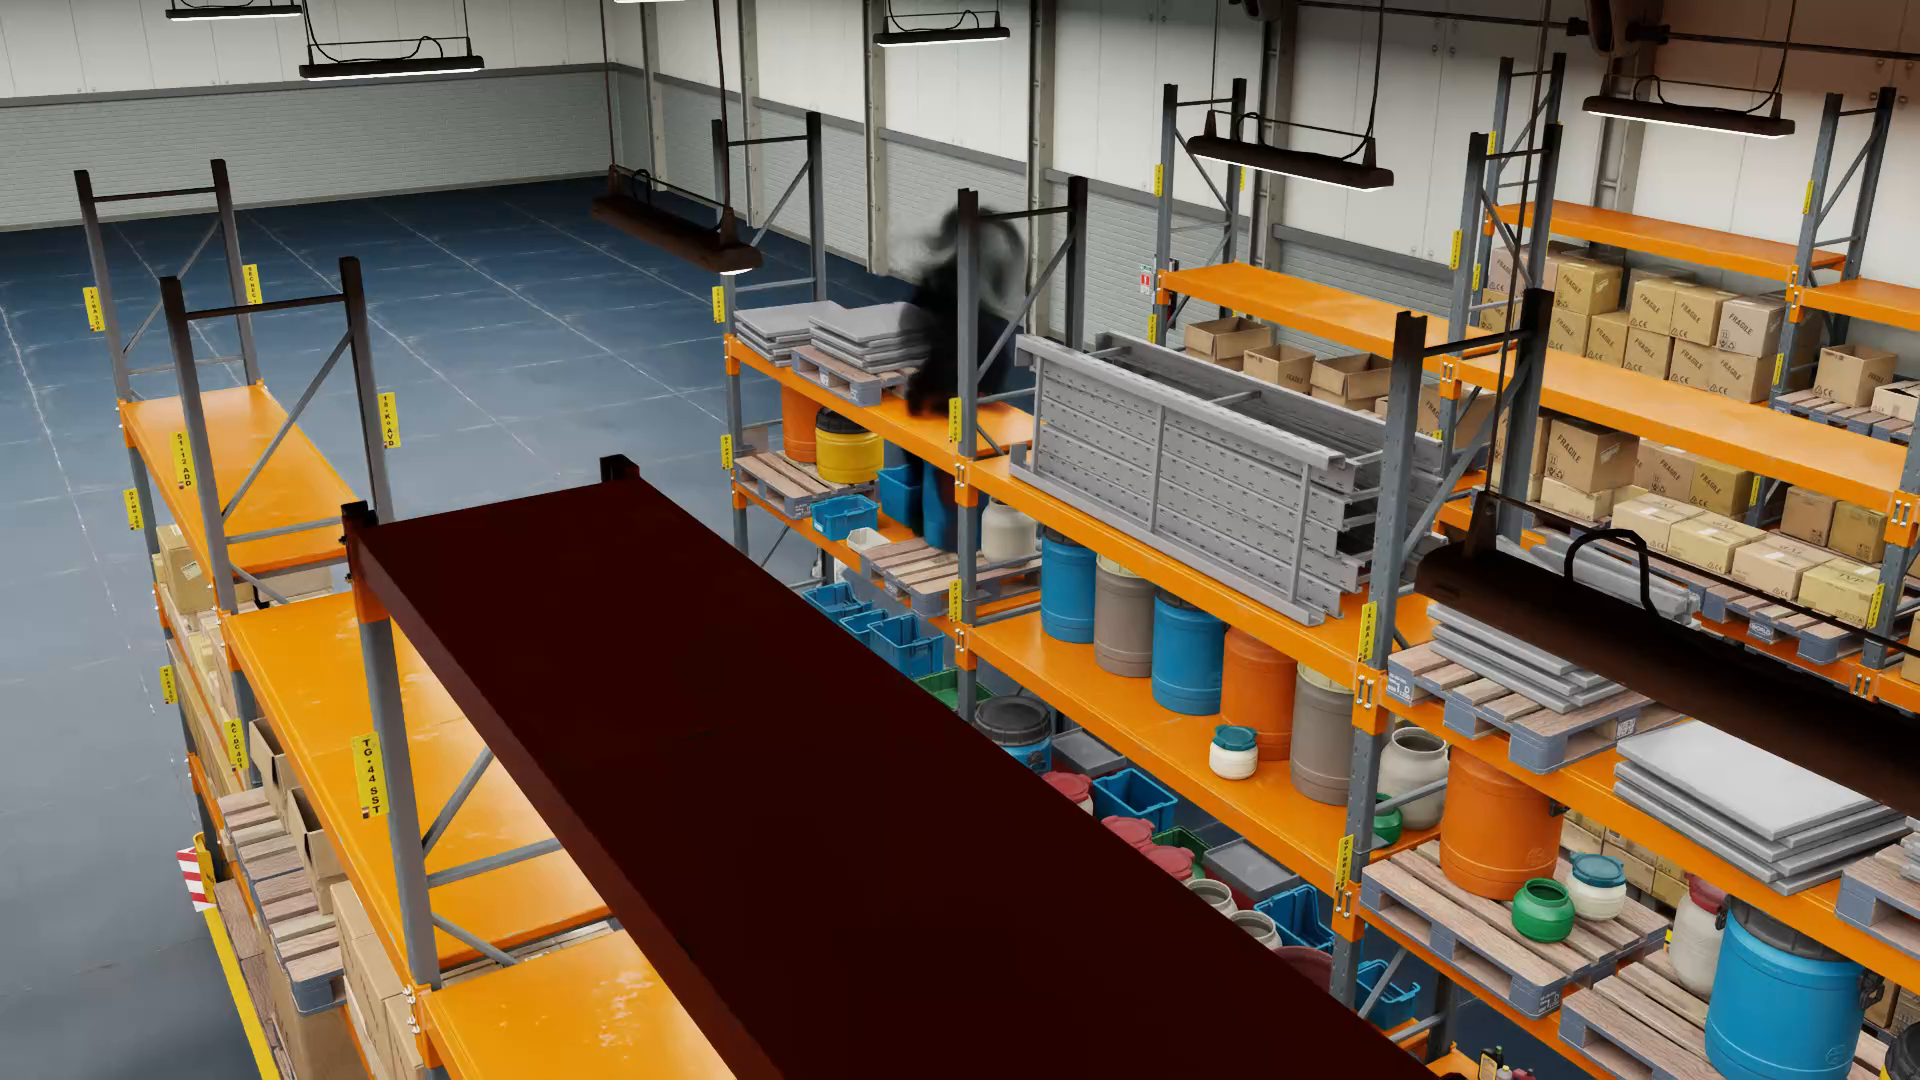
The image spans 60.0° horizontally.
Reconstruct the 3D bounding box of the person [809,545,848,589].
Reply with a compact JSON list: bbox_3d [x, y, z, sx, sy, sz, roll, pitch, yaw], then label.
[{"bbox_3d":[-1.408,0.597,17.699,0.552,1.632,0.676,10,24,24],"label":"person"}]

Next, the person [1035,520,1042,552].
[{"bbox_3d":[0.889,-0.373,20.071,0.658,1.725,0.721,0,22,1],"label":"person"}]
